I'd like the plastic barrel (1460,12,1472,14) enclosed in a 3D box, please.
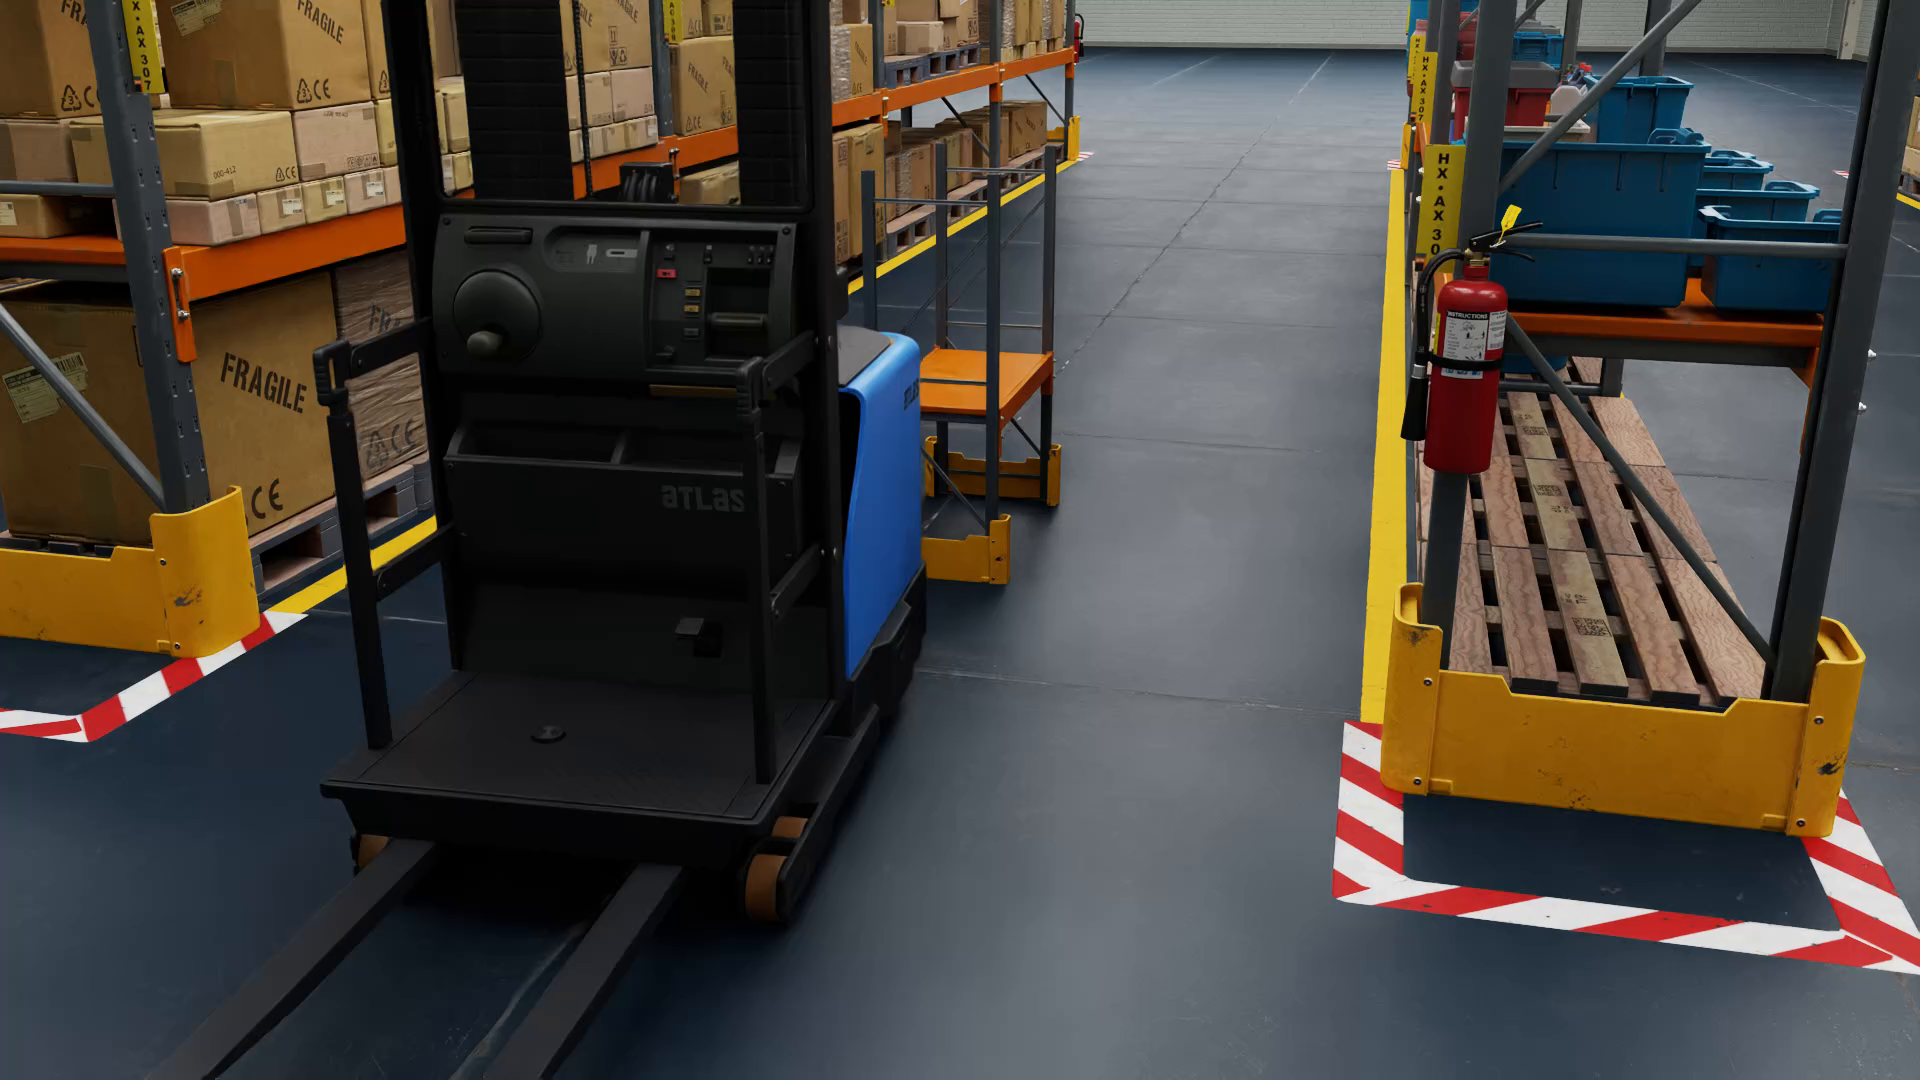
[{"bbox_3d":[4.261,-4.280,14.367,0.433,0.535,0.433,0,19,0],"label":"plastic barrel"}]

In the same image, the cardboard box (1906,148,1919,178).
[{"bbox_3d":[9.899,-3.793,16.755,0.500,0.250,0.500,5,19,13],"label":"cardboard box"}]

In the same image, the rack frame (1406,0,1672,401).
[{"bbox_3d":[2.753,-1.991,7.875,1.000,3.000,0.127,5,19,13],"label":"rack frame"}]

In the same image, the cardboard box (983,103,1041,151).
[{"bbox_3d":[0.600,-4.774,19.242,0.500,0.500,0.500,10,21,28],"label":"cardboard box"}]

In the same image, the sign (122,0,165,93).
[{"bbox_3d":[-2.491,-1.529,5.063,0.100,0.325,0.005,5,19,13],"label":"sign"}]

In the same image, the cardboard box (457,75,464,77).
[{"bbox_3d":[-2.545,-2.169,8.170,0.500,0.250,0.500,5,19,13],"label":"cardboard box"}]

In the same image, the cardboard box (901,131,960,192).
[{"bbox_3d":[-0.401,-3.576,15.702,0.700,0.500,0.500,5,19,13],"label":"cardboard box"}]

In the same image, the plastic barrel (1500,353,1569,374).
[{"bbox_3d":[2.902,-1.365,8.641,0.600,0.901,0.708,5,19,13],"label":"plastic barrel"}]

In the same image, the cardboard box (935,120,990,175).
[{"bbox_3d":[0.041,-4.027,17.055,0.500,0.500,0.500,4,19,12],"label":"cardboard box"}]

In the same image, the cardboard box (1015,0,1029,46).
[{"bbox_3d":[0.231,-5.367,17.146,0.875,0.500,0.500,5,19,13],"label":"cardboard box"}]

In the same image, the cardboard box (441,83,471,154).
[{"bbox_3d":[-2.279,-1.812,7.122,0.500,0.250,0.500,4,19,12],"label":"cardboard box"}]

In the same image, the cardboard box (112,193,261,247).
[{"bbox_3d":[-2.620,-1.094,5.639,0.380,0.149,0.250,5,19,14],"label":"cardboard box"}]

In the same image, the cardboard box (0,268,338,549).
[{"bbox_3d":[-2.948,-0.528,6.231,0.875,0.875,0.875,5,19,13],"label":"cardboard box"}]

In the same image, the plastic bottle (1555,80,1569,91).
[{"bbox_3d":[3.481,-2.514,9.607,0.097,0.271,0.097,0,19,0],"label":"plastic bottle"}]

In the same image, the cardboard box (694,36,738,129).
[{"bbox_3d":[-1.573,-2.711,9.830,0.500,0.500,0.500,5,19,13],"label":"cardboard box"}]

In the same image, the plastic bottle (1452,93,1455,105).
[{"bbox_3d":[2.548,-2.161,8.553,0.061,0.283,0.133,5,19,13],"label":"plastic bottle"}]

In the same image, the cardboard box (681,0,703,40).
[{"bbox_3d":[-1.902,-3.105,9.430,0.797,0.503,0.637,4,19,12],"label":"cardboard box"}]

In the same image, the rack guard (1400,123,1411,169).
[{"bbox_3d":[5.712,-4.541,19.210,1.175,0.500,0.348,5,19,13],"label":"rack guard"}]

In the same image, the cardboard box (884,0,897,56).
[{"bbox_3d":[-0.940,-4.237,13.647,0.700,0.500,0.500,8,20,21],"label":"cardboard box"}]

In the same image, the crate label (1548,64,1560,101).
[{"bbox_3d":[4.197,-3.268,11.872,0.303,0.233,0.416,5,19,13],"label":"crate label"}]

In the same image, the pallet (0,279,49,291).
[{"bbox_3d":[-6.646,-1.730,11.425,1.003,0.211,1.213,5,19,13],"label":"pallet"}]

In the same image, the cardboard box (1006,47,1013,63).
[{"bbox_3d":[0.323,-4.891,16.756,0.380,0.149,0.250,5,19,13],"label":"cardboard box"}]

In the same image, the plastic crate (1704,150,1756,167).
[{"bbox_3d":[2.550,-1.244,5.856,0.416,0.233,0.300,5,19,13],"label":"plastic crate"}]

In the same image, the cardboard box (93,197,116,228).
[{"bbox_3d":[-3.198,-1.228,6.032,0.380,0.149,0.250,5,19,14],"label":"cardboard box"}]

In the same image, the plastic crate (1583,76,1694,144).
[{"bbox_3d":[2.970,-1.838,7.360,0.392,0.384,0.575,5,19,13],"label":"plastic crate"}]

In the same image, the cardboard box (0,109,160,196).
[{"bbox_3d":[-3.166,-1.371,5.832,0.500,0.250,0.500,4,19,13],"label":"cardboard box"}]

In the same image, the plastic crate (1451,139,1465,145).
[{"bbox_3d":[2.029,-1.350,6.165,0.416,0.233,0.300,5,19,13],"label":"plastic crate"}]

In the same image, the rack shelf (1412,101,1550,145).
[{"bbox_3d":[4.219,-3.531,13.497,1.077,0.370,4.000,5,19,13],"label":"rack shelf"}]

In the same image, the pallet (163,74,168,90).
[{"bbox_3d":[-5.928,-3.736,13.282,1.213,0.211,1.003,5,19,13],"label":"pallet"}]

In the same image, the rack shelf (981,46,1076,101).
[{"bbox_3d":[0.393,-5.176,18.313,1.077,0.370,4.000,5,19,13],"label":"rack shelf"}]

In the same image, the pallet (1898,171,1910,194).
[{"bbox_3d":[10.341,-3.797,17.477,1.003,0.211,1.213,5,19,13],"label":"pallet"}]

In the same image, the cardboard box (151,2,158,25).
[{"bbox_3d":[-5.915,-3.744,11.826,0.380,0.149,0.250,5,20,15],"label":"cardboard box"}]

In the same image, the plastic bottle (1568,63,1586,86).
[{"bbox_3d":[3.687,-2.656,9.898,0.144,0.351,0.185,5,19,13],"label":"plastic bottle"}]

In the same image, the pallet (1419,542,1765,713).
[{"bbox_3d":[2.015,0.327,5.403,1.003,0.211,1.213,5,19,13],"label":"pallet"}]

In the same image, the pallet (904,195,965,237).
[{"bbox_3d":[-0.580,-2.942,14.974,1.003,0.211,1.213,5,19,13],"label":"pallet"}]

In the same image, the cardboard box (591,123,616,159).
[{"bbox_3d":[-1.932,-1.980,8.233,0.380,0.149,0.250,4,19,12],"label":"cardboard box"}]

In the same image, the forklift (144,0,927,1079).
[{"bbox_3d":[-0.893,-0.596,3.897,1.130,2.935,3.031,4,19,10],"label":"forklift"}]

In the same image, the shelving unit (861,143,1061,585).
[{"bbox_3d":[0.019,-0.734,6.515,0.587,1.500,1.083,5,19,13],"label":"shelving unit"}]

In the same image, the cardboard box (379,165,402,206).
[{"bbox_3d":[-2.371,-1.417,6.583,0.380,0.149,0.250,4,19,12],"label":"cardboard box"}]

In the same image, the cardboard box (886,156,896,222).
[{"bbox_3d":[-0.928,-2.872,13.643,0.700,0.500,0.500,4,19,10],"label":"cardboard box"}]

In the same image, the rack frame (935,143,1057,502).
[{"bbox_3d":[0.145,-0.896,6.990,0.500,1.500,0.032,5,19,13],"label":"rack frame"}]

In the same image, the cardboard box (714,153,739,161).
[{"bbox_3d":[-1.695,-2.057,10.708,1.225,0.875,0.875,4,19,11],"label":"cardboard box"}]

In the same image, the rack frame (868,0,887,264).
[{"bbox_3d":[-1.073,-3.635,12.690,1.000,3.000,0.127,5,19,13],"label":"rack frame"}]

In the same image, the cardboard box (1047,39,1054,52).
[{"bbox_3d":[0.864,-5.681,19.066,0.380,0.149,0.250,5,19,13],"label":"cardboard box"}]

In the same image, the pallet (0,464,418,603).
[{"bbox_3d":[-2.908,-0.065,6.552,1.003,0.211,1.213,5,19,13],"label":"pallet"}]

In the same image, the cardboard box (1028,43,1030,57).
[{"bbox_3d":[0.530,-5.208,17.682,0.380,0.149,0.250,5,19,13],"label":"cardboard box"}]

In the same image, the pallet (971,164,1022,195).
[{"bbox_3d":[0.035,-3.783,17.436,1.003,0.211,1.213,5,19,13],"label":"pallet"}]

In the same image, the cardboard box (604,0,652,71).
[{"bbox_3d":[-1.903,-2.641,8.391,0.500,0.500,0.500,5,20,15],"label":"cardboard box"}]

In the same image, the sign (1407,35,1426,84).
[{"bbox_3d":[3.195,-3.363,11.640,0.100,0.325,0.005,5,19,13],"label":"sign"}]
